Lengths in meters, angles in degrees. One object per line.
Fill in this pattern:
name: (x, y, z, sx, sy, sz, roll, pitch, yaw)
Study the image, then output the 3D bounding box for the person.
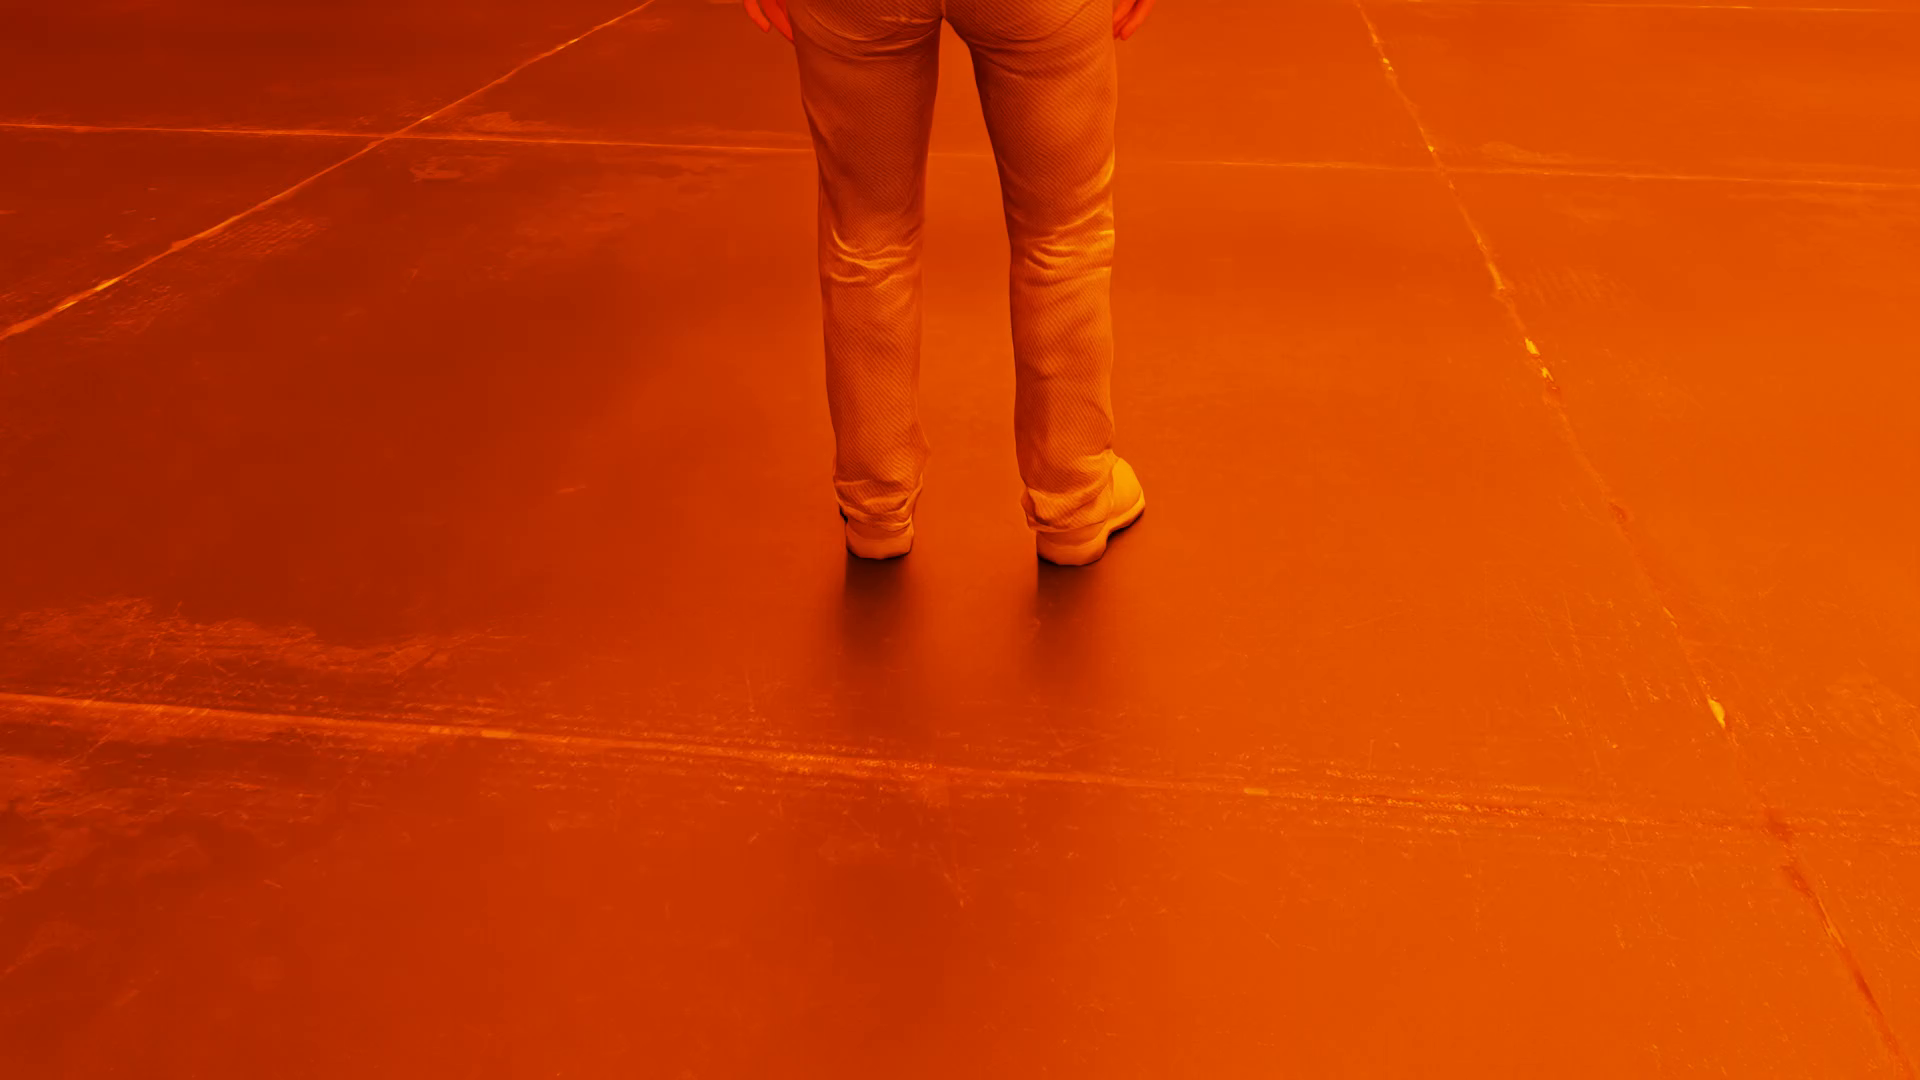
person: (-0.013, -0.804, 2.129, 0.589, 1.770, 0.463, 2, 27, 4)
